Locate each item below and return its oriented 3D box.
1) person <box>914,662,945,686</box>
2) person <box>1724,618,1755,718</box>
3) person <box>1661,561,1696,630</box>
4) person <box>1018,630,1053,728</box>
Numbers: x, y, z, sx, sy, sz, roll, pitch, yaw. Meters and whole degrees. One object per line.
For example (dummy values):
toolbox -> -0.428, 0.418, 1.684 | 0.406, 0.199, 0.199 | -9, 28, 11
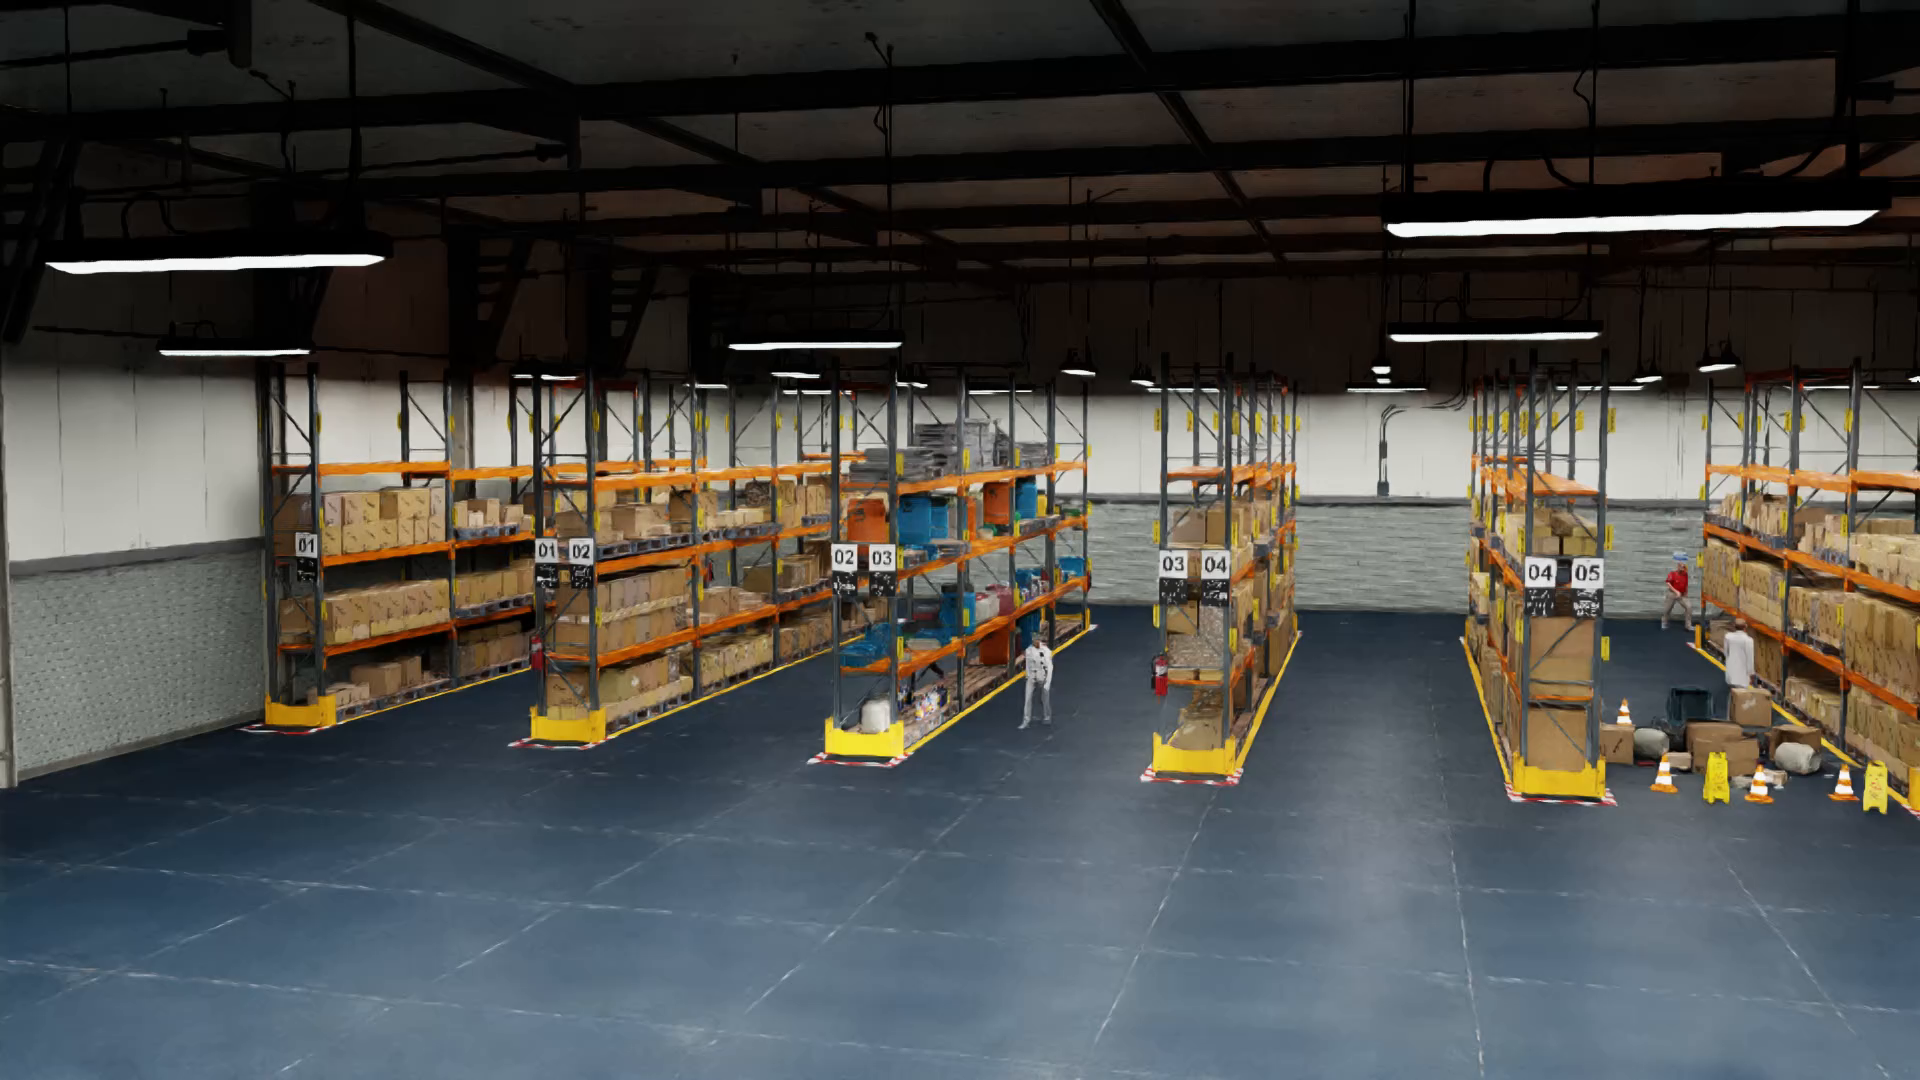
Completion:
person -> -0.664, 2.013, 31.210 | 0.509, 1.579, 0.946 | 3, 5, 35
person -> 12.886, 2.170, 27.423 | 0.515, 1.782, 0.638 | -1, 4, -17
person -> 17.362, 1.334, 40.222 | 0.683, 1.666, 0.791 | 0, 4, -7
person -> 1.285, 2.261, 27.316 | 0.493, 1.586, 1.078 | 1, 4, 17
